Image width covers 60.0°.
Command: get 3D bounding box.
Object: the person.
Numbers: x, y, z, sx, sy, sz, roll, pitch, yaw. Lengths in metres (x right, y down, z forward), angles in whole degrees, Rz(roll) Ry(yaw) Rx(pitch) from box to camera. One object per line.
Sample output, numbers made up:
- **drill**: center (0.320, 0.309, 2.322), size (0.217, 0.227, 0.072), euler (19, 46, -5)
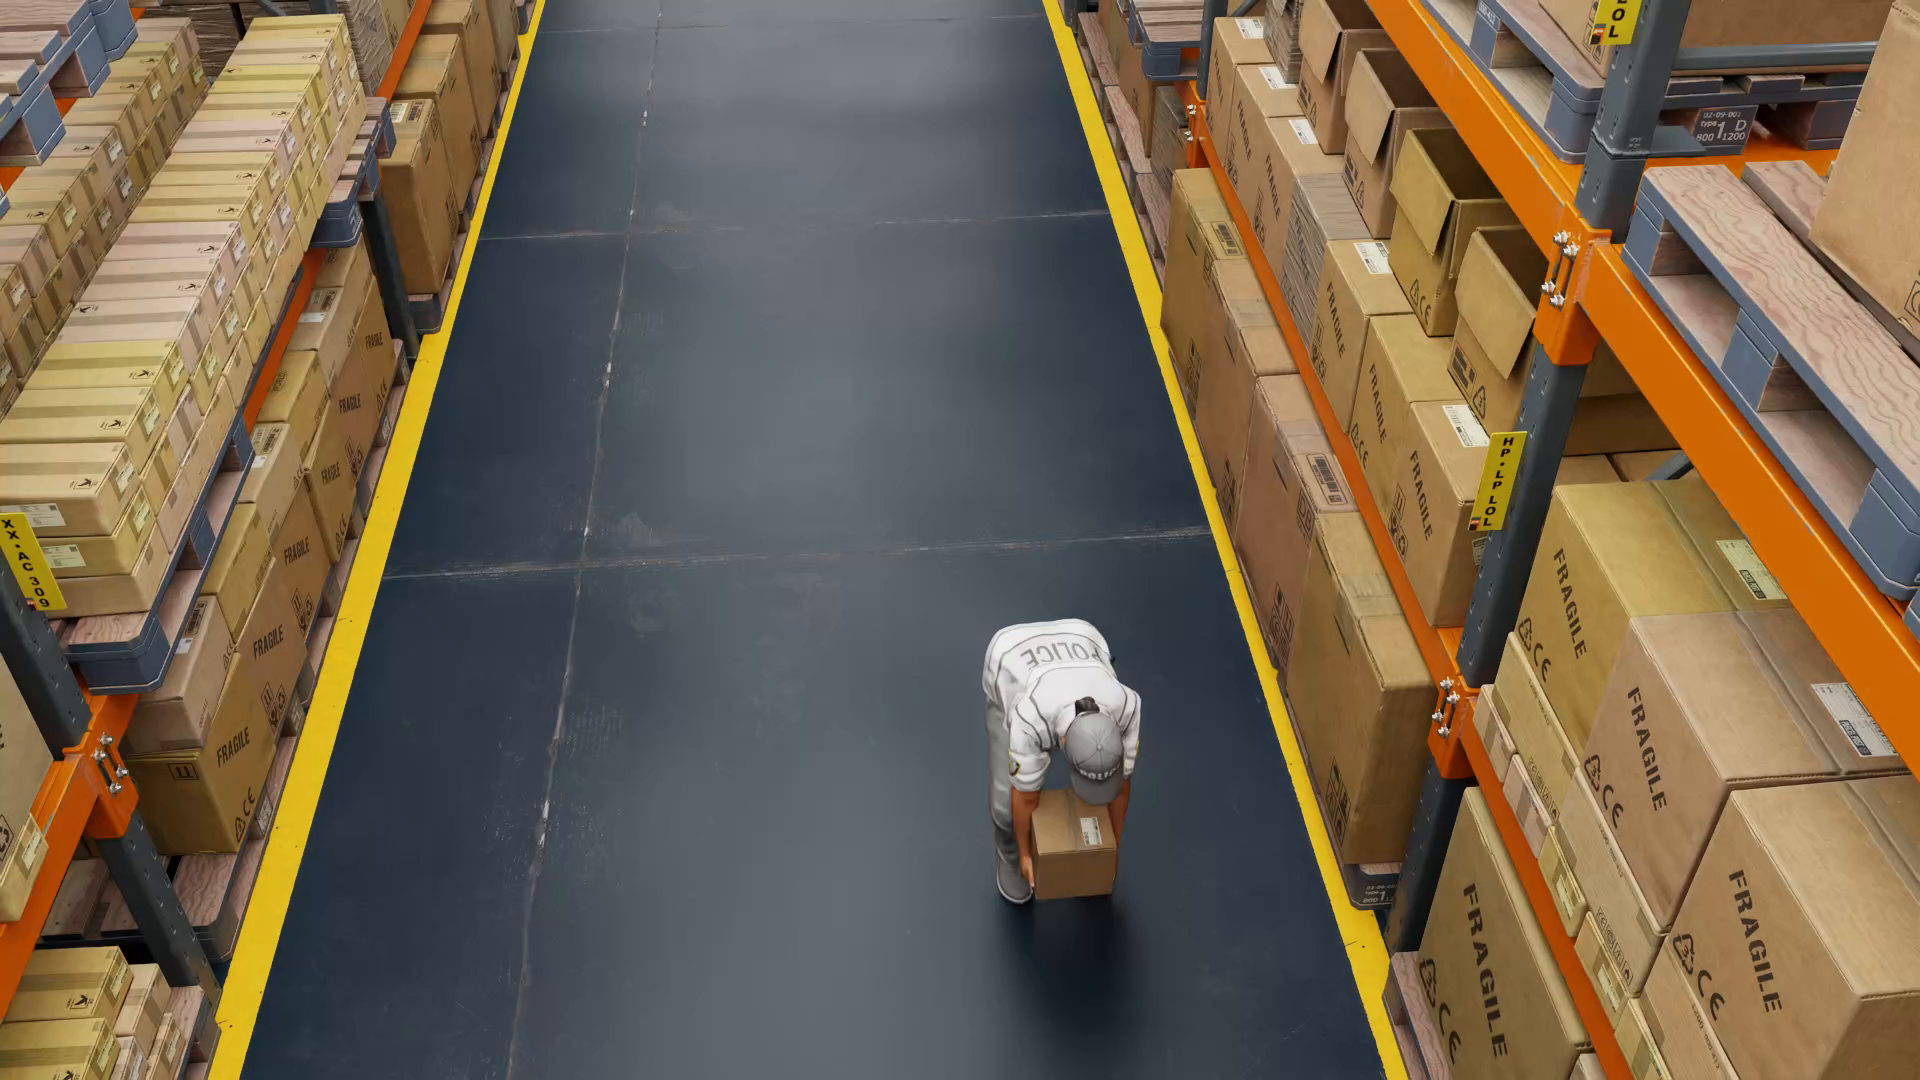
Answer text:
- **person**: center (0.339, 0.794, 5.534), size (0.472, 1.228, 0.902), euler (-6, 40, -7)
